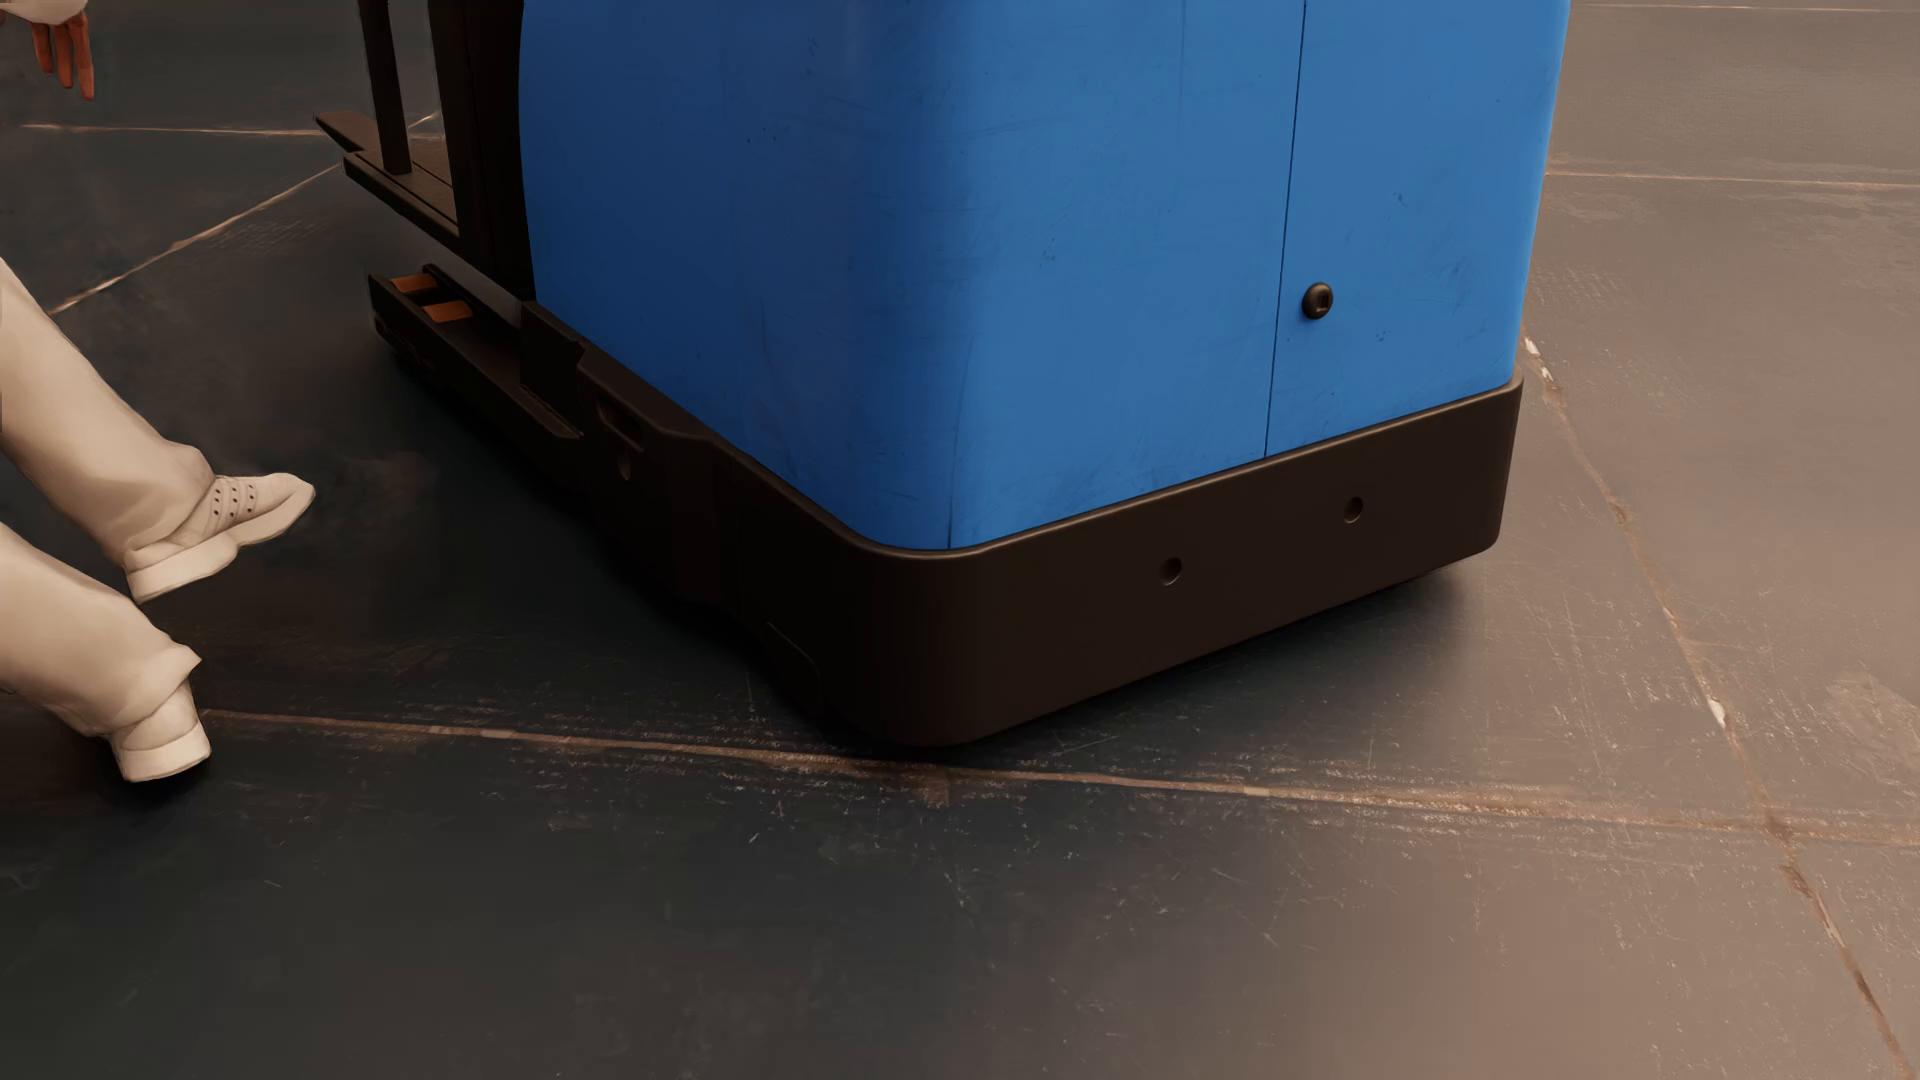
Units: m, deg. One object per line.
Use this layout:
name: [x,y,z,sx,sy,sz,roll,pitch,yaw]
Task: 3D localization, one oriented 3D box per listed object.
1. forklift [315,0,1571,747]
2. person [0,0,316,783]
forklift: [-0.469,-1.687,2.599,1.130,2.935,3.031,-17,31,-30]
person: [-1.288,-0.423,1.662,0.938,1.533,1.124,15,30,27]
